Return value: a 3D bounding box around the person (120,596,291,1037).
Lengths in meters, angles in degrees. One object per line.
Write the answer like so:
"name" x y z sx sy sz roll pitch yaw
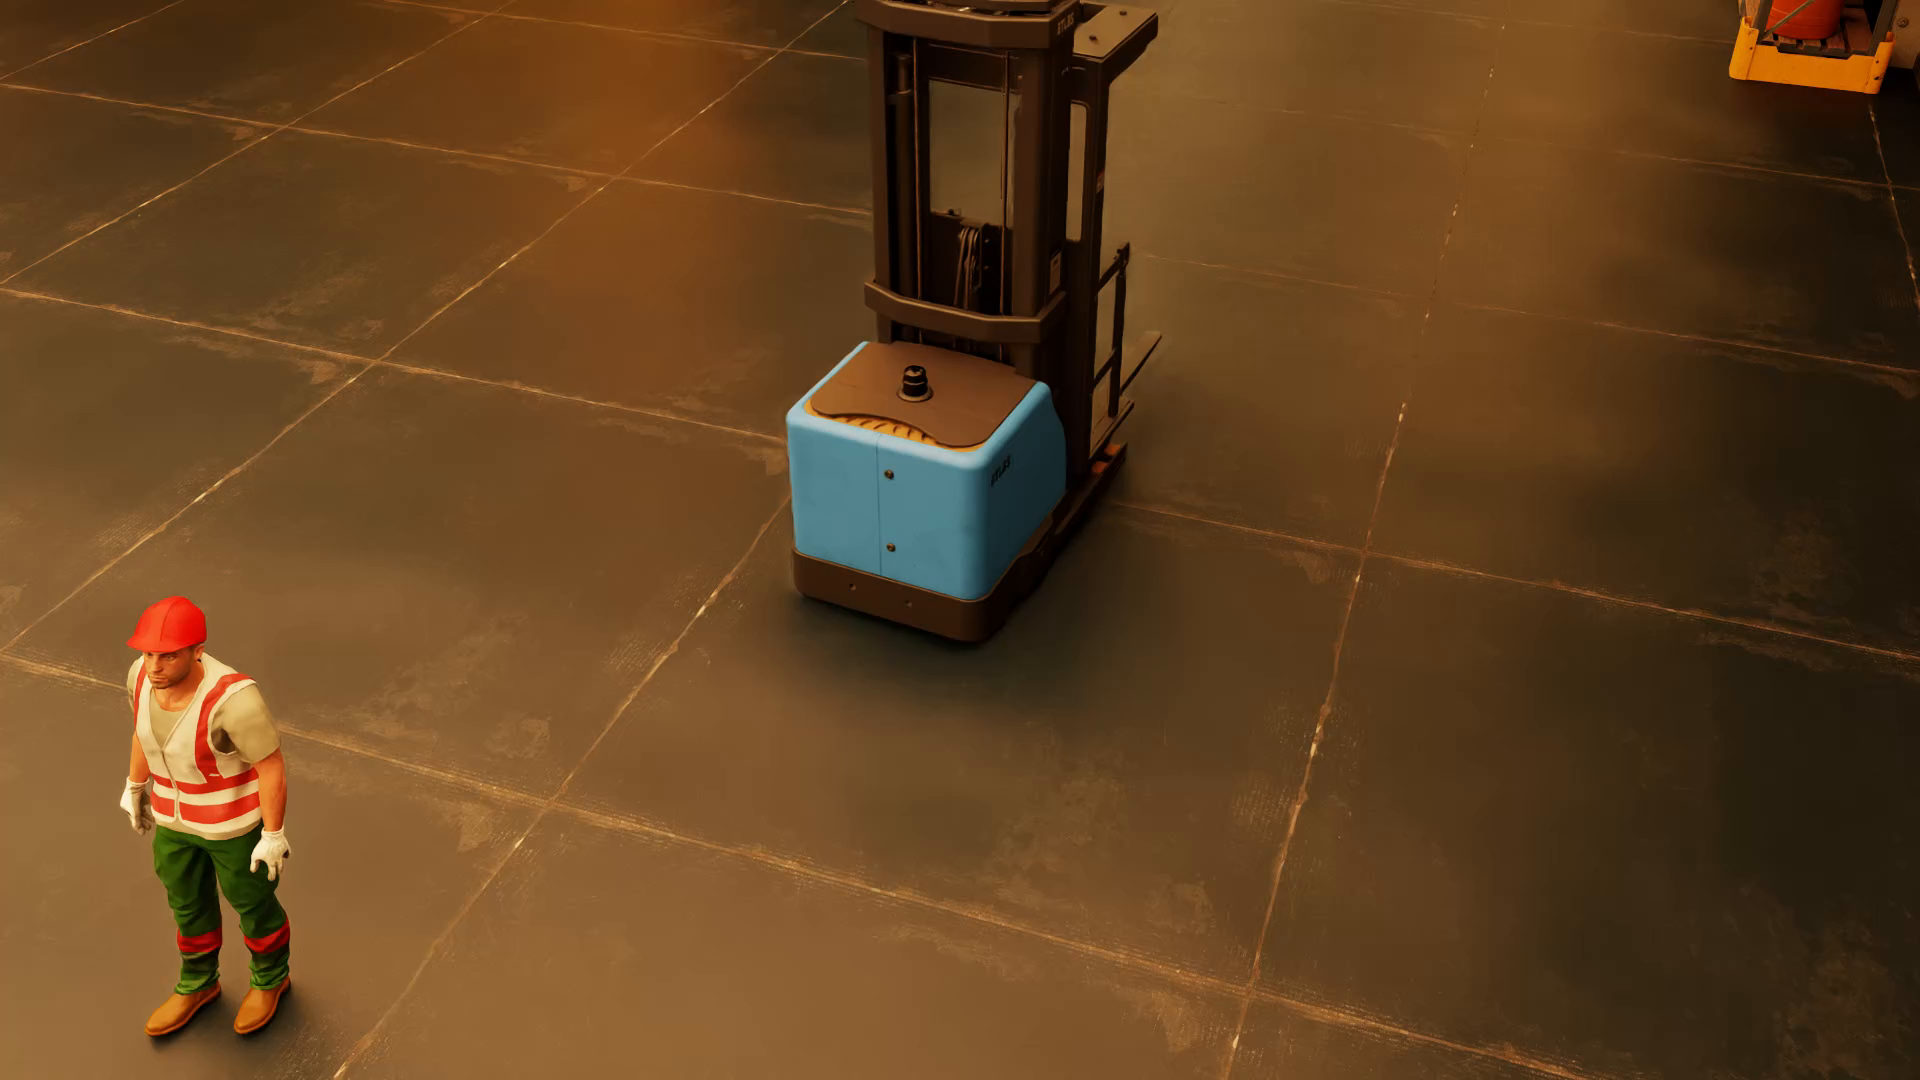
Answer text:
"person" -2.615 0.990 5.689 0.637 1.788 0.564 11 37 16

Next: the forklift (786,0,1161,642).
"forklift" 0.265 -1.556 8.306 1.130 2.935 3.031 15 38 20
